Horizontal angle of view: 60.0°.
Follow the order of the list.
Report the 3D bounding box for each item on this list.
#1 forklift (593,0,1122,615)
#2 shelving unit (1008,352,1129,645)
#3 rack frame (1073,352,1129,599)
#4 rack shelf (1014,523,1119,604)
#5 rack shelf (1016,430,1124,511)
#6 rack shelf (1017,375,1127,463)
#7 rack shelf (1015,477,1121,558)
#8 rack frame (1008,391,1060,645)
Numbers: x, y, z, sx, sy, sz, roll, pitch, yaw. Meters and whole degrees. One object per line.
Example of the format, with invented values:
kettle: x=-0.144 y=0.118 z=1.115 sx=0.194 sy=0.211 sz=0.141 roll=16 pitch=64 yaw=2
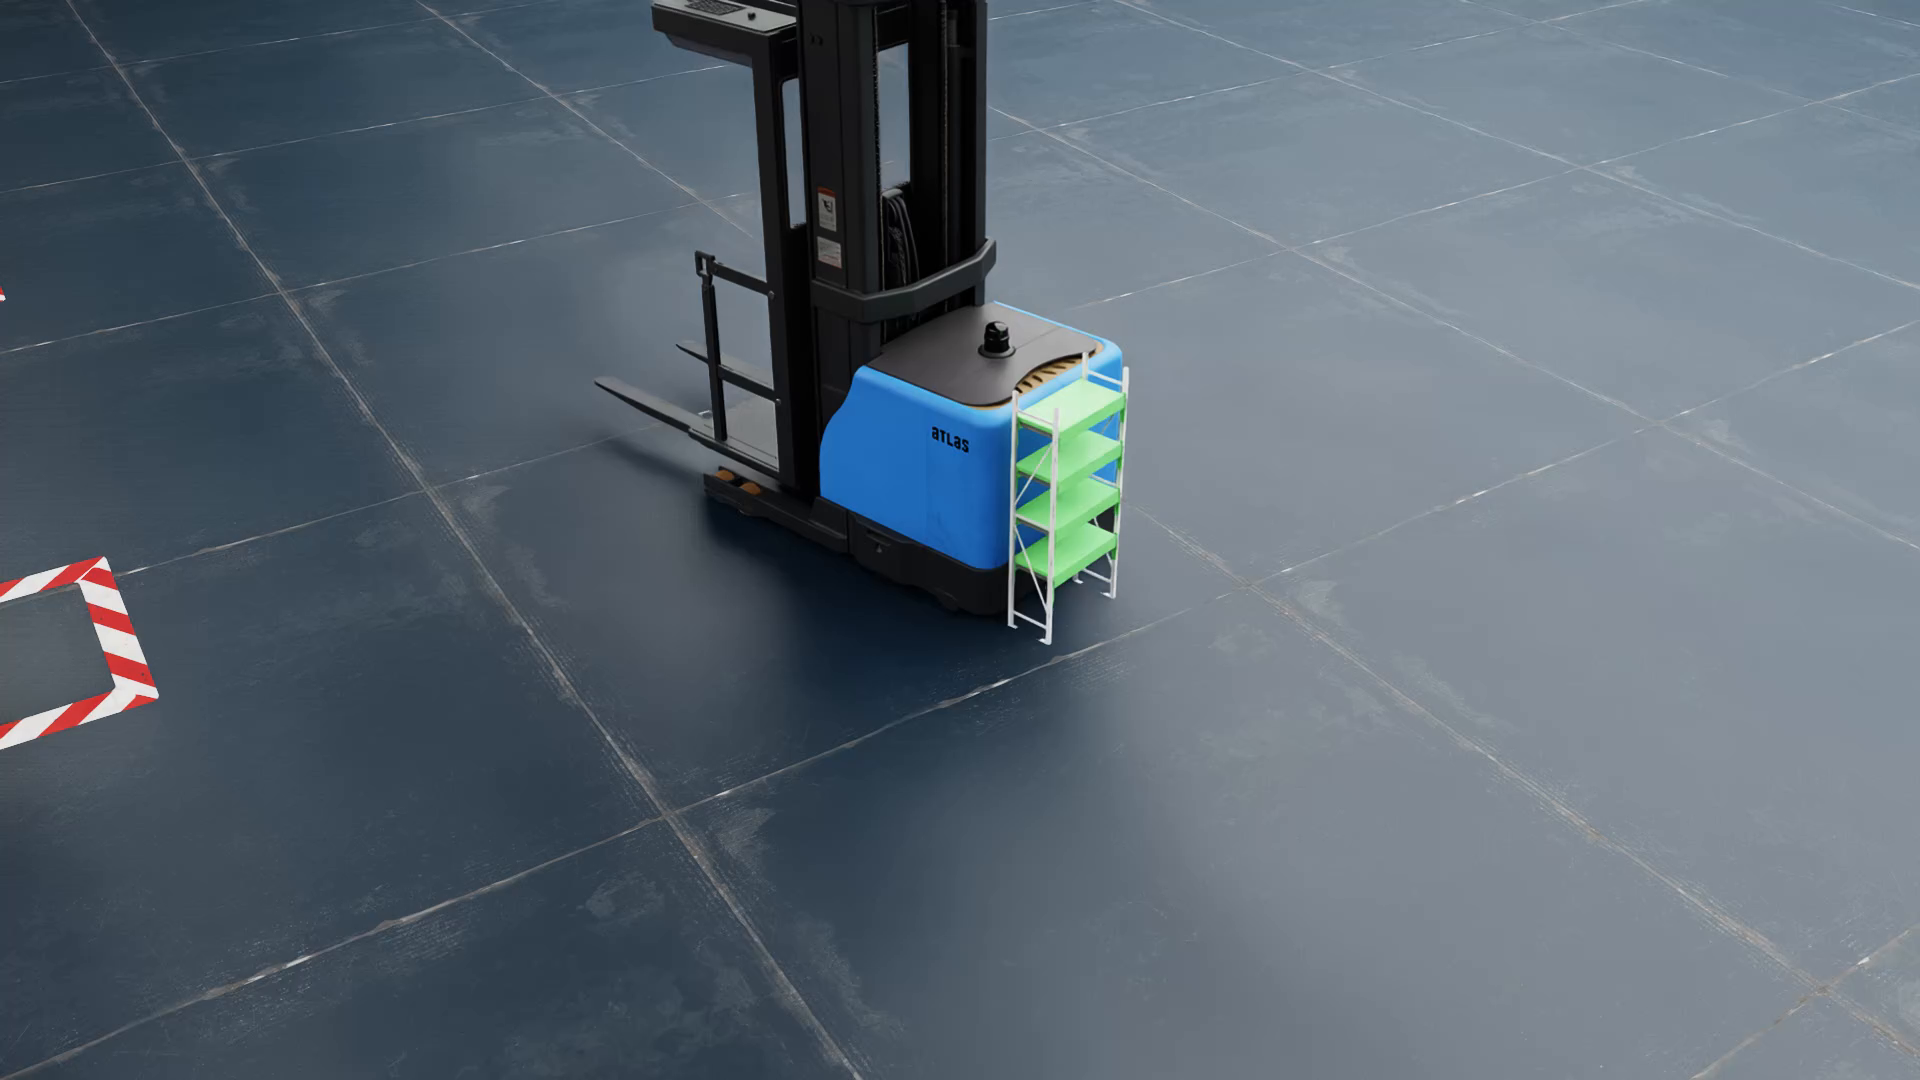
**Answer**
forklift: x=-0.680 y=-1.552 z=7.963 sx=3.031 sy=2.935 sz=1.130 roll=25 pitch=40 yaw=33
shelving unit: x=0.475 y=-0.175 z=7.403 sx=0.258 sy=1.200 sz=0.503 roll=25 pitch=40 yaw=33
rack frame: x=0.634 y=-0.274 z=7.560 sx=0.240 sy=1.200 sz=0.015 roll=25 pitch=40 yaw=33
rack shelf: x=0.474 y=0.081 z=7.566 sx=0.258 sy=0.148 sz=0.480 roll=25 pitch=40 yaw=33
rack shelf: x=0.475 y=-0.324 z=7.309 sx=0.258 sy=0.148 sz=0.480 roll=25 pitch=40 yaw=33
rack shelf: x=0.475 y=-0.527 z=7.181 sx=0.258 sy=0.148 sz=0.480 roll=25 pitch=40 yaw=33
rack shelf: x=0.475 y=-0.121 z=7.437 sx=0.258 sy=0.148 sz=0.480 roll=25 pitch=40 yaw=33
rack frame: x=0.316 y=-0.077 z=7.247 sx=0.240 sy=1.200 sz=0.015 roll=25 pitch=40 yaw=33
